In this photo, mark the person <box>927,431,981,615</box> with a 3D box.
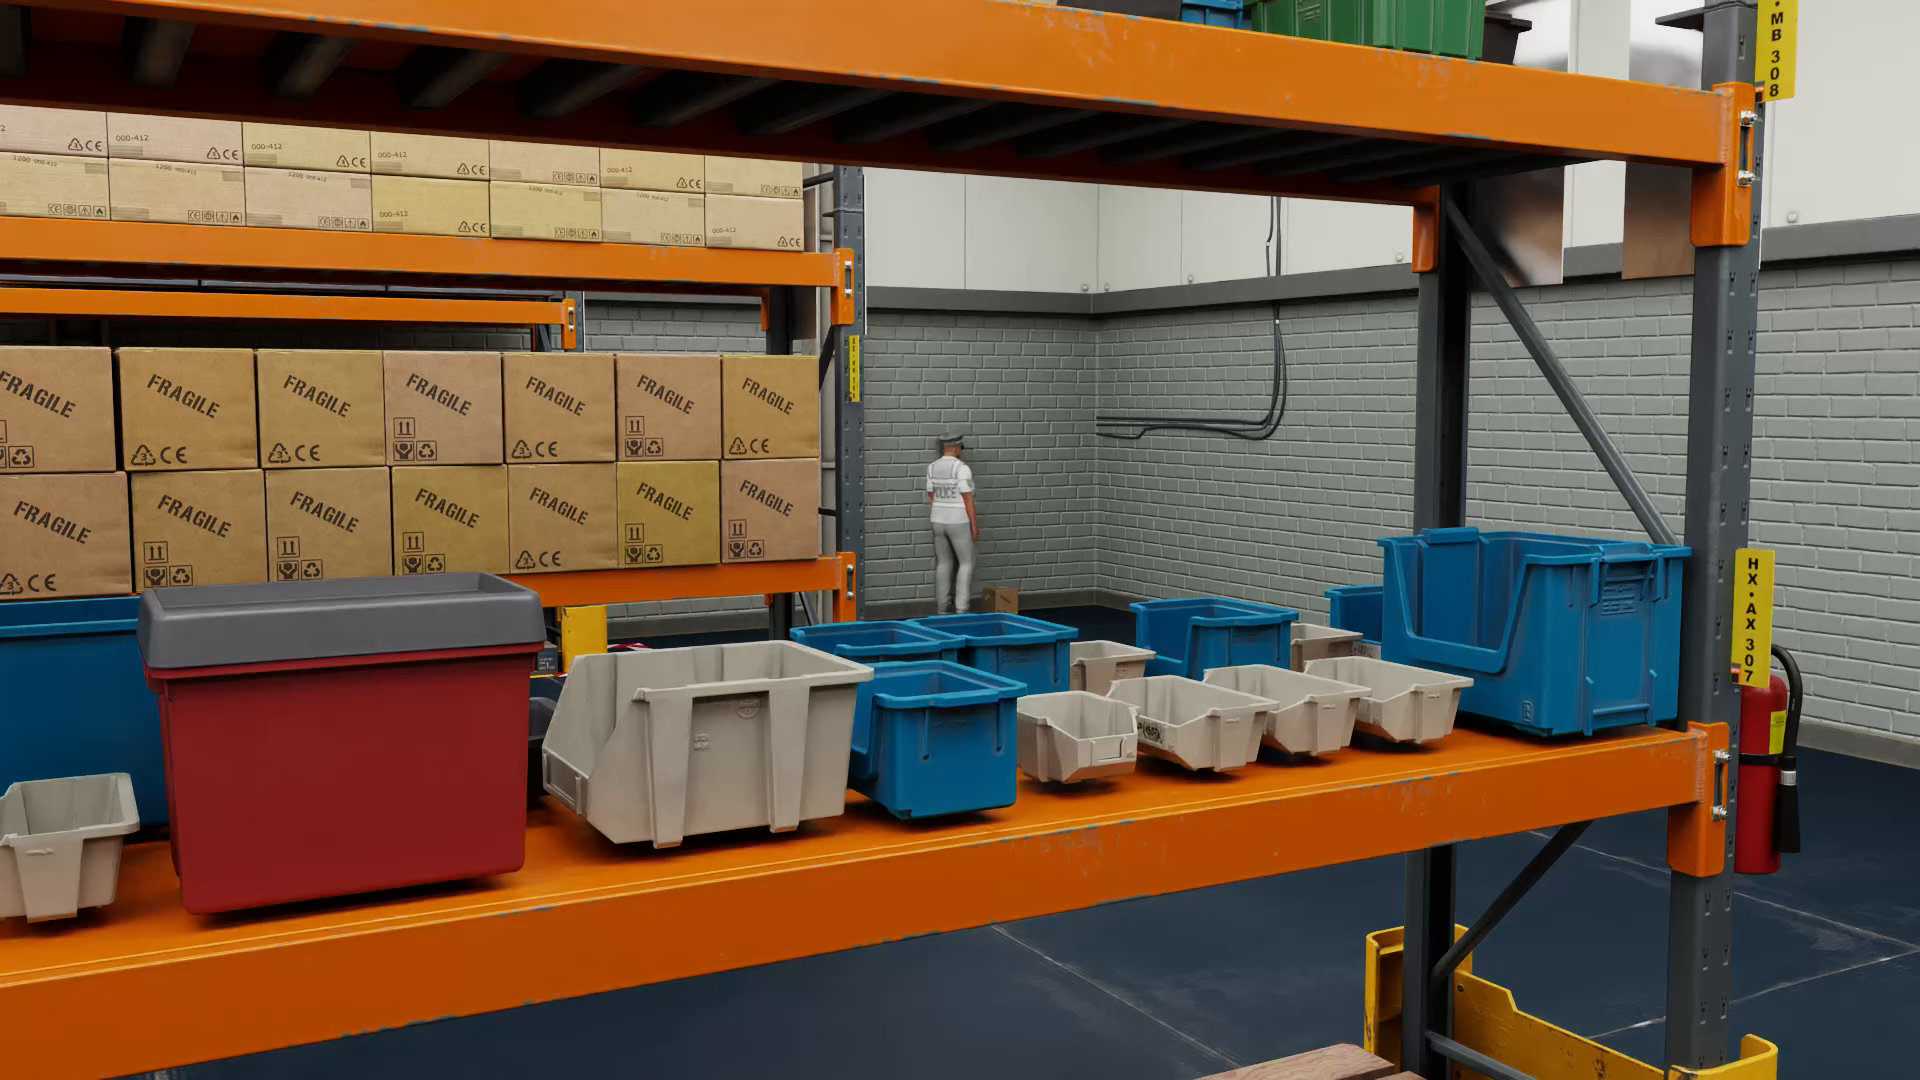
[{"bbox_3d":[-0.046,-0.121,15.807,0.564,1.833,0.445,4,7,42],"label":"person"}]
